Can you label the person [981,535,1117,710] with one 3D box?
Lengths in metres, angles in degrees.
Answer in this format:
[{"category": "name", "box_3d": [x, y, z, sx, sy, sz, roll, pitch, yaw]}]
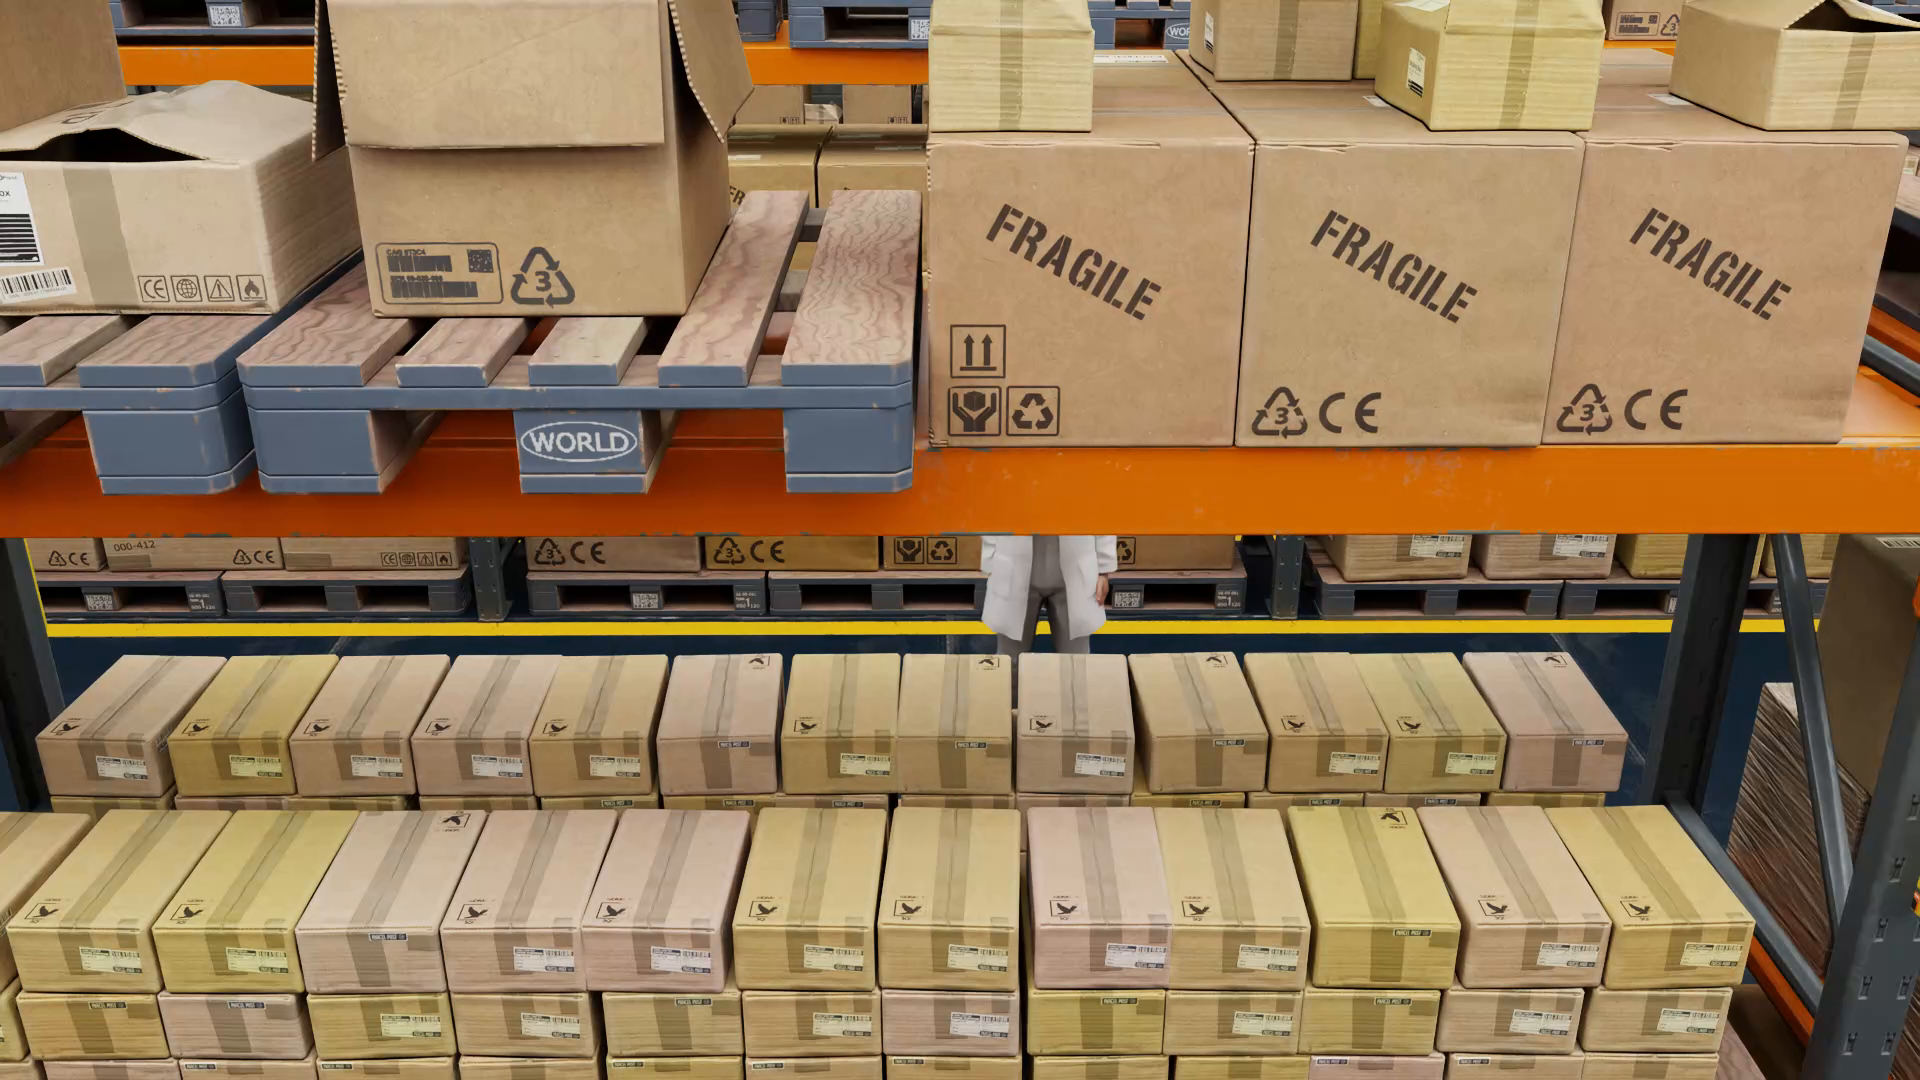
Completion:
[{"category": "person", "box_3d": [0.363, 0.146, 6.815, 0.562, 1.794, 0.411, 0, 24, 1]}]
